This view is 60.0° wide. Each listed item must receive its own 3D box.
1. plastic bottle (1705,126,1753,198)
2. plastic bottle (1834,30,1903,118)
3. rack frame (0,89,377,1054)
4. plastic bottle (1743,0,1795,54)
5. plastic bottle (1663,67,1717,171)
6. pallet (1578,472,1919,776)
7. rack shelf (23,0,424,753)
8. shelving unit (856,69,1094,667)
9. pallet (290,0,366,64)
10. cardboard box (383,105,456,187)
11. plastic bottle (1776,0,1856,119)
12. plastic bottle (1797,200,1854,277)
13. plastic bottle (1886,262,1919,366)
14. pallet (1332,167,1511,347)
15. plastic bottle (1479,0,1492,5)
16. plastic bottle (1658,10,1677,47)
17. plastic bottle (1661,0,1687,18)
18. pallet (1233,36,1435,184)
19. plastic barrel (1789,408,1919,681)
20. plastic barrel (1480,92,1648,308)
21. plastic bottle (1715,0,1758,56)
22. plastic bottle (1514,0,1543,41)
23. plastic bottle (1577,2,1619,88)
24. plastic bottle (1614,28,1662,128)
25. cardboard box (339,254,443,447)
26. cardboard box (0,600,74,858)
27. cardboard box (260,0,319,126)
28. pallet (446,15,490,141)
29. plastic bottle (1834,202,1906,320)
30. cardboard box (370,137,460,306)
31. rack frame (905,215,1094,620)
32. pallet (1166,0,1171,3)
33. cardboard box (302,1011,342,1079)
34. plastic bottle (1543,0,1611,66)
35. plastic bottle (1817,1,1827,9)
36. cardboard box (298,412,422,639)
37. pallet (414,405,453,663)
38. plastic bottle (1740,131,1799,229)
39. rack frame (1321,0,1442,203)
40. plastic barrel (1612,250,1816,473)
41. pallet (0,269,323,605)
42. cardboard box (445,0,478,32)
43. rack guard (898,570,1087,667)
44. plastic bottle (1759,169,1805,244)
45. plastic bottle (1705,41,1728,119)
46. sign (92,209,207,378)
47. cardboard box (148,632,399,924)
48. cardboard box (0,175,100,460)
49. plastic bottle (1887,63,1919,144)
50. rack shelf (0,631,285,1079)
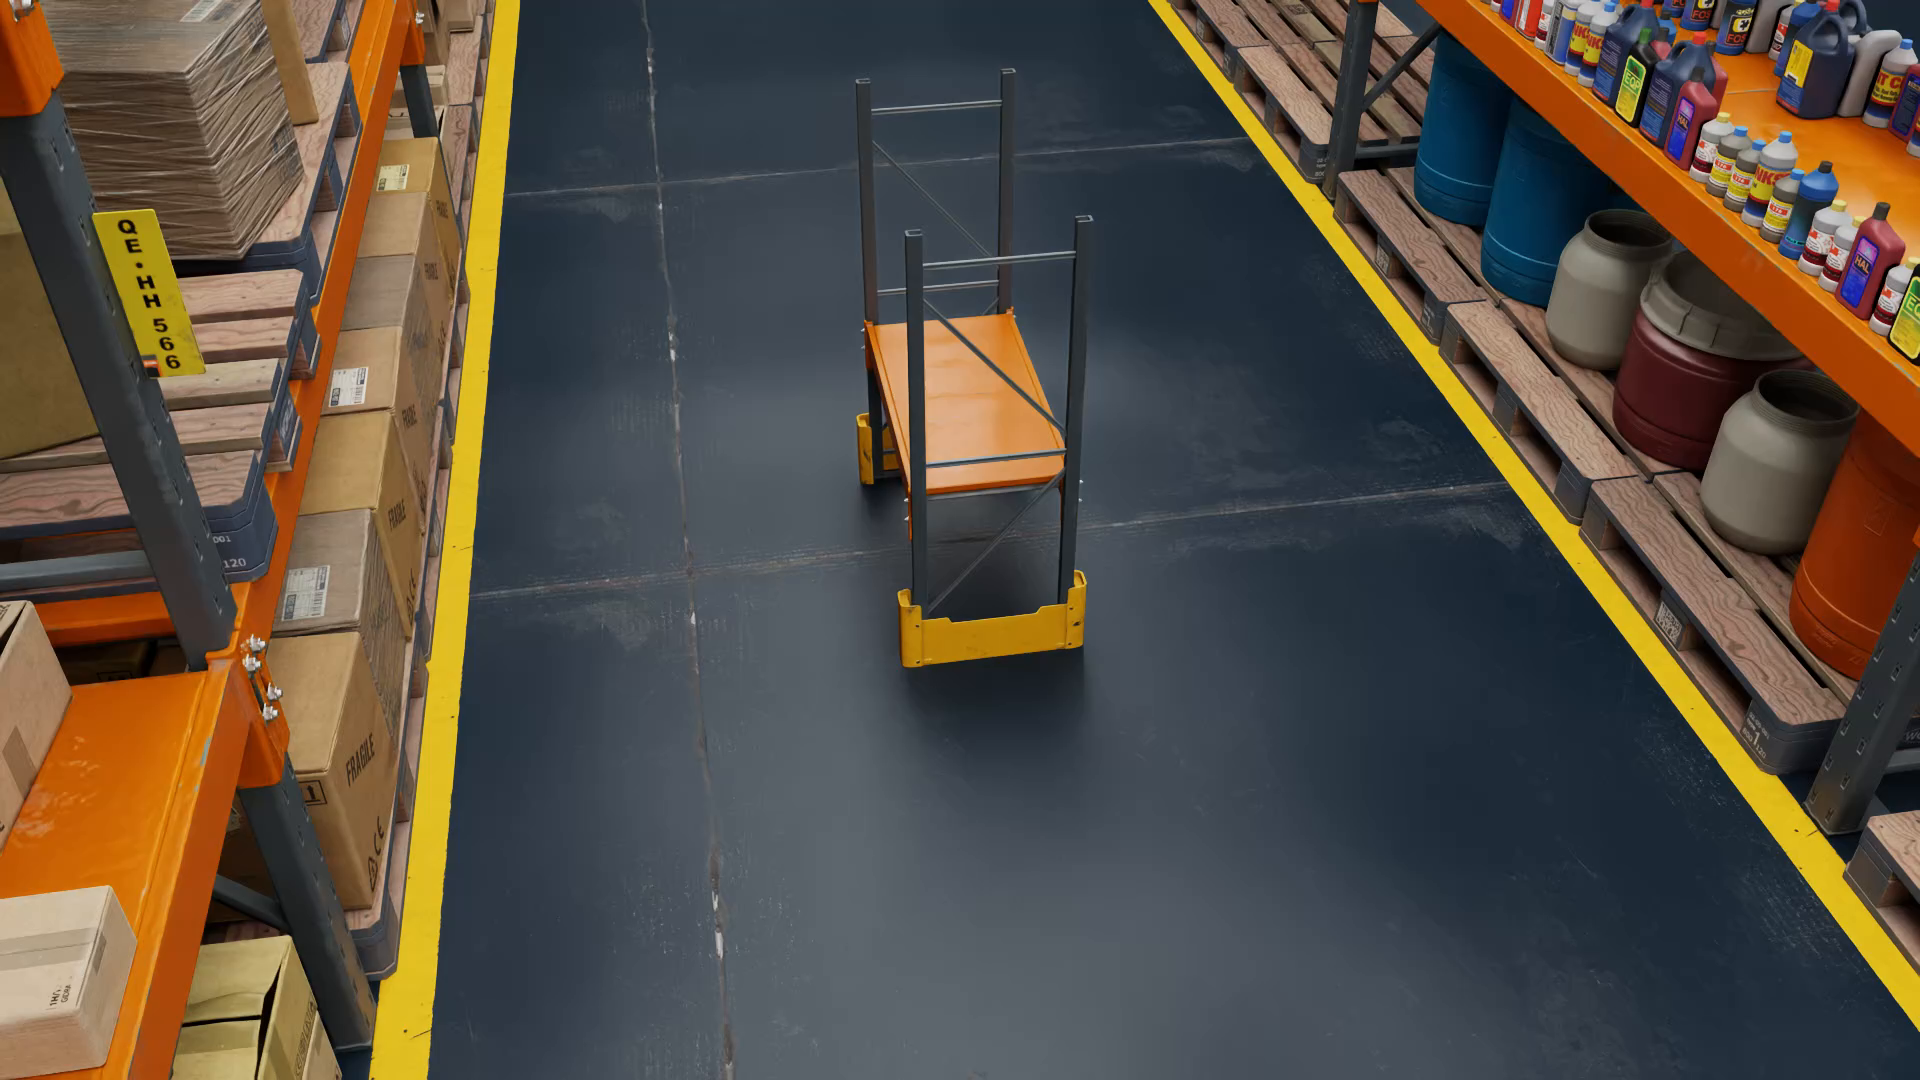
[{"bbox_3d":[2.280,-1.122,4.911,0.097,0.201,0.097,0,38,0],"label":"plastic bottle"},{"bbox_3d":[2.915,-1.523,5.366,0.152,0.276,0.135,-6,38,-8],"label":"plastic bottle"},{"bbox_3d":[-1.961,0.093,3.186,1.000,3.000,0.127,-6,38,-8],"label":"rack frame"},{"bbox_3d":[2.819,-1.855,5.794,0.152,0.276,0.135,-6,38,-8],"label":"plastic bottle"},{"bbox_3d":[2.225,-1.281,5.049,0.061,0.283,0.133,-6,38,-8],"label":"plastic bottle"},{"bbox_3d":[2.737,0.192,5.331,1.003,0.211,1.213,-6,38,-8],"label":"pallet"},{"bbox_3d":[-2.312,-0.831,4.961,1.077,0.370,4.000,-6,38,-8],"label":"rack shelf"},{"bbox_3d":[0.013,-0.546,5.231,0.587,1.500,1.083,-6,38,-8],"label":"shelving unit"},{"bbox_3d":[-2.630,-1.753,5.718,1.003,0.211,1.213,-6,38,-8],"label":"pallet"},{"bbox_3d":[-2.523,-1.712,7.342,0.500,0.311,0.500,-6,38,-8],"label":"cardboard box"},{"bbox_3d":[2.765,-1.551,5.342,0.144,0.351,0.185,-6,38,-8],"label":"plastic bottle"},{"bbox_3d":[2.365,-0.828,4.532,0.097,0.201,0.097,0,38,0],"label":"plastic bottle"},{"bbox_3d":[2.425,-0.590,4.160,0.061,0.283,0.133,-6,38,-8],"label":"plastic bottle"},{"bbox_3d":[2.309,-1.282,7.228,1.003,0.211,1.213,-6,38,-8],"label":"pallet"},{"bbox_3d":[1.995,-2.102,6.173,0.097,0.201,0.097,0,38,0],"label":"plastic bottle"},{"bbox_3d":[2.293,-1.608,5.480,0.097,0.271,0.097,0,38,0],"label":"plastic bottle"},{"bbox_3d":[2.635,-2.050,6.049,0.097,0.271,0.097,0,38,0],"label":"plastic bottle"},{"bbox_3d":[2.048,-2.193,8.400,1.003,0.211,1.213,-6,38,-8],"label":"pallet"},{"bbox_3d":[2.813,-0.040,4.784,0.600,0.830,0.708,-6,38,-8],"label":"plastic barrel"},{"bbox_3d":[2.417,-1.433,6.518,0.600,0.901,0.708,-6,38,-8],"label":"plastic barrel"},{"bbox_3d":[2.699,-1.829,5.764,0.097,0.271,0.097,0,38,0],"label":"plastic bottle"},{"bbox_3d":[2.083,-1.925,5.884,0.152,0.276,0.135,-6,38,-8],"label":"plastic bottle"},{"bbox_3d":[2.134,-1.651,5.536,0.097,0.271,0.097,0,38,0],"label":"plastic bottle"},{"bbox_3d":[2.169,-1.473,5.296,0.061,0.283,0.133,-6,38,-8],"label":"plastic bottle"},{"bbox_3d":[-2.128,-0.640,5.808,0.500,0.500,0.500,-6,38,-7],"label":"cardboard box"},{"bbox_3d":[-1.941,0.352,2.924,0.500,0.311,0.500,-4,38,-5],"label":"cardboard box"},{"bbox_3d":[-2.292,-1.468,4.771,0.700,0.500,0.500,-16,41,-19],"label":"cardboard box"},{"bbox_3d":[-2.999,-2.375,8.636,1.003,0.211,1.213,-6,38,-8],"label":"pallet"},{"bbox_3d":[2.385,-0.730,4.339,0.061,0.283,0.133,-6,38,-8],"label":"plastic bottle"},{"bbox_3d":[-2.294,-1.243,6.584,0.500,0.500,0.500,-6,38,-8],"label":"cardboard box"},{"bbox_3d":[0.104,-0.234,4.828,0.500,1.500,0.032,-6,38,-8],"label":"rack frame"},{"bbox_3d":[1.620,-3.666,10.297,1.003,0.211,1.213,-6,38,-8],"label":"pallet"},{"bbox_3d":[-1.629,1.304,3.525,0.500,0.250,0.500,-5,38,-7],"label":"cardboard box"},{"bbox_3d":[2.124,-1.785,5.704,0.152,0.276,0.135,-6,38,-8],"label":"plastic bottle"},{"bbox_3d":[2.904,-1.723,5.618,0.061,0.283,0.133,-6,38,-8],"label":"plastic bottle"},{"bbox_3d":[-1.940,-0.019,5.008,0.500,0.500,0.500,-7,38,-9],"label":"cardboard box"},{"bbox_3d":[-2.266,0.003,5.574,1.003,0.211,1.213,-6,38,-8],"label":"pallet"},{"bbox_3d":[2.314,-1.032,4.738,0.097,0.271,0.097,0,38,0],"label":"plastic bottle"},{"bbox_3d":[2.215,-2.854,6.979,1.000,3.000,0.127,-6,38,-8],"label":"rack frame"},{"bbox_3d":[2.615,-0.627,5.736,0.600,0.588,0.708,-6,38,-8],"label":"plastic barrel"},{"bbox_3d":[-2.149,-0.233,3.762,1.213,0.211,1.003,-6,38,-8],"label":"pallet"},{"bbox_3d":[-2.889,-2.948,8.983,0.500,0.250,0.500,-6,38,-8],"label":"cardboard box"},{"bbox_3d":[0.101,0.248,5.227,0.587,0.250,0.087,-6,38,-8],"label":"rack guard"},{"bbox_3d":[2.331,-0.945,4.684,0.097,0.201,0.097,0,38,0],"label":"plastic bottle"},{"bbox_3d":[2.334,-1.408,5.212,0.061,0.283,0.133,-6,38,-8],"label":"plastic bottle"},{"bbox_3d":[-1.415,-0.426,2.910,0.100,0.325,0.005,-6,38,-8],"label":"sign"},{"bbox_3d":[-1.760,0.600,4.211,0.500,0.500,0.500,-5,38,-6],"label":"cardboard box"},{"bbox_3d":[-2.183,-0.481,3.500,0.700,0.500,0.500,-19,42,-23],"label":"cardboard box"},{"bbox_3d":[3.001,-1.391,5.190,0.061,0.283,0.133,-6,38,-8],"label":"plastic bottle"},{"bbox_3d":[-1.611,1.585,1.852,1.077,0.370,4.000,-6,38,-8],"label":"rack shelf"}]
